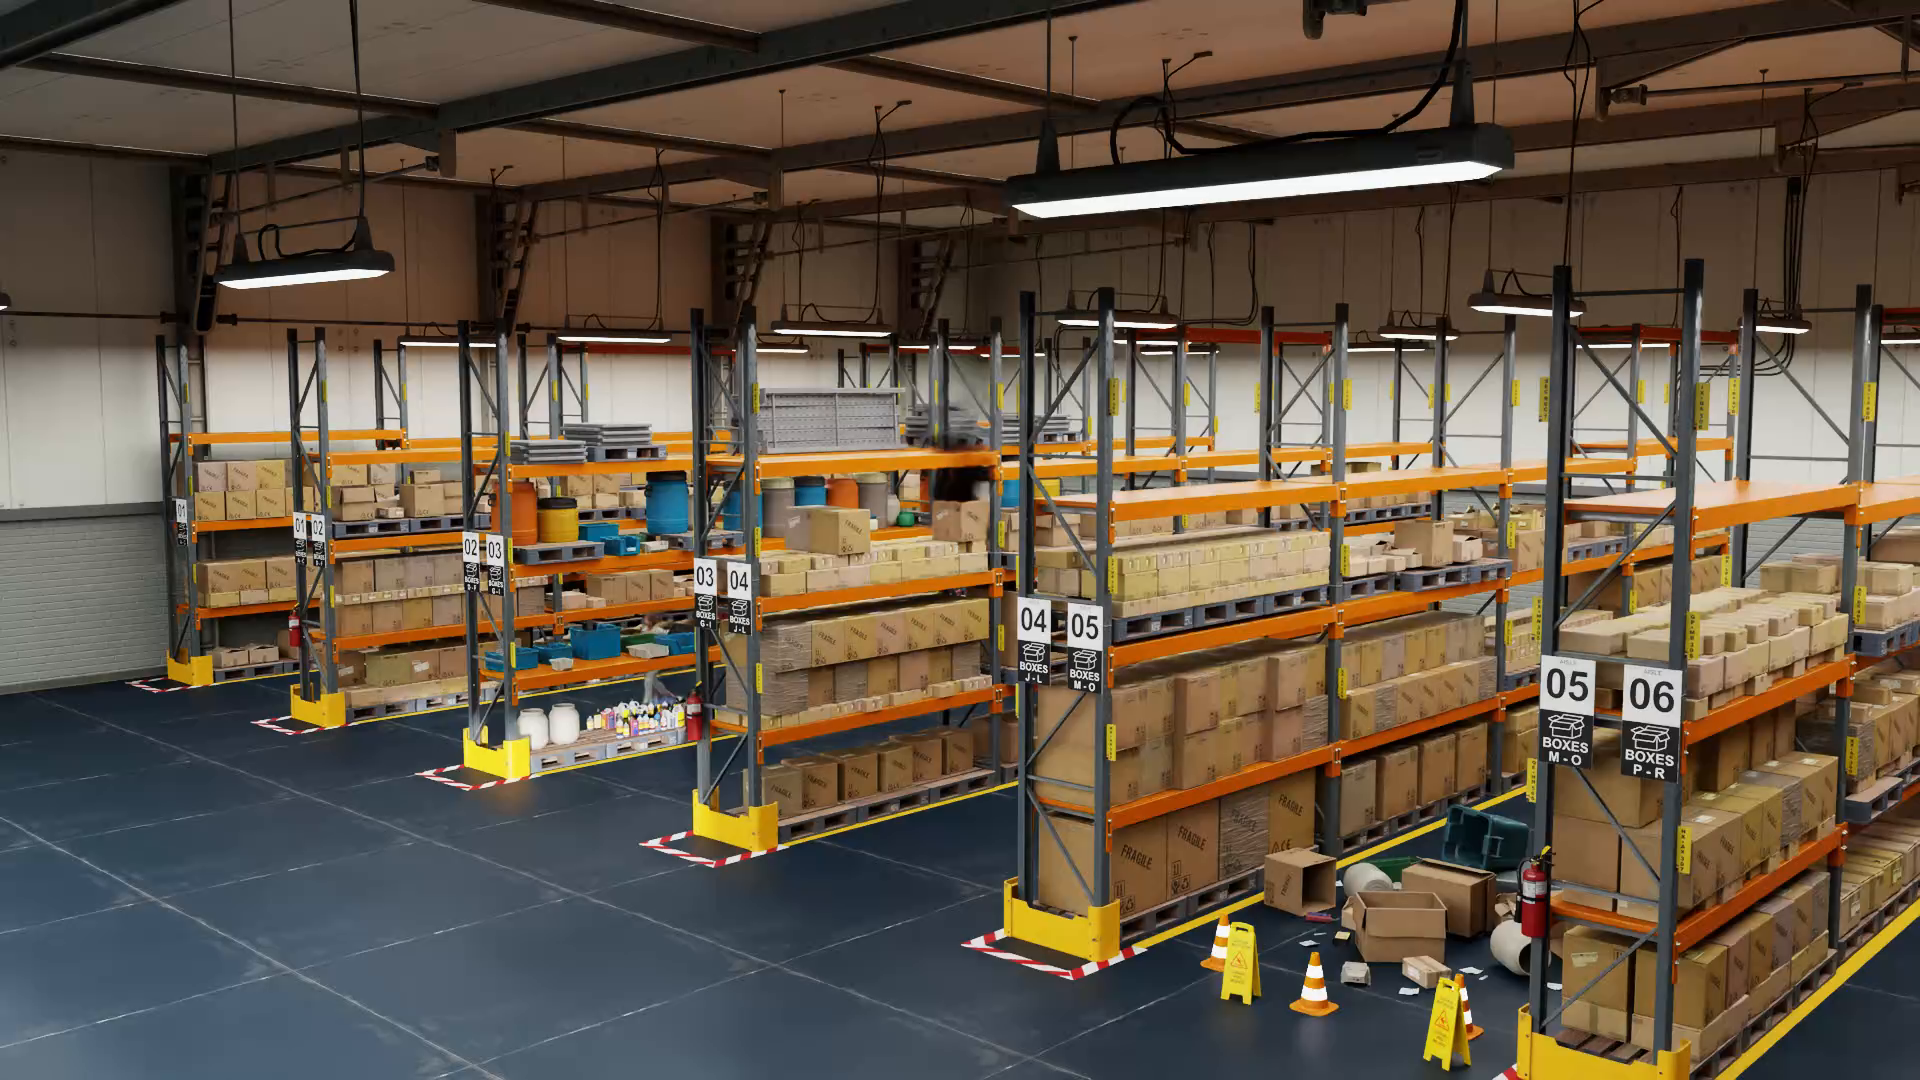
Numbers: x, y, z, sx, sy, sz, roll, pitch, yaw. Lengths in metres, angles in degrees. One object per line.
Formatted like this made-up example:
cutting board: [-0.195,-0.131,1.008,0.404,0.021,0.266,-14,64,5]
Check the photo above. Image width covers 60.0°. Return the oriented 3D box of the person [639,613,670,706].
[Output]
person: [-4.818,1.923,25.838,0.537,1.605,0.859,4,7,39]
